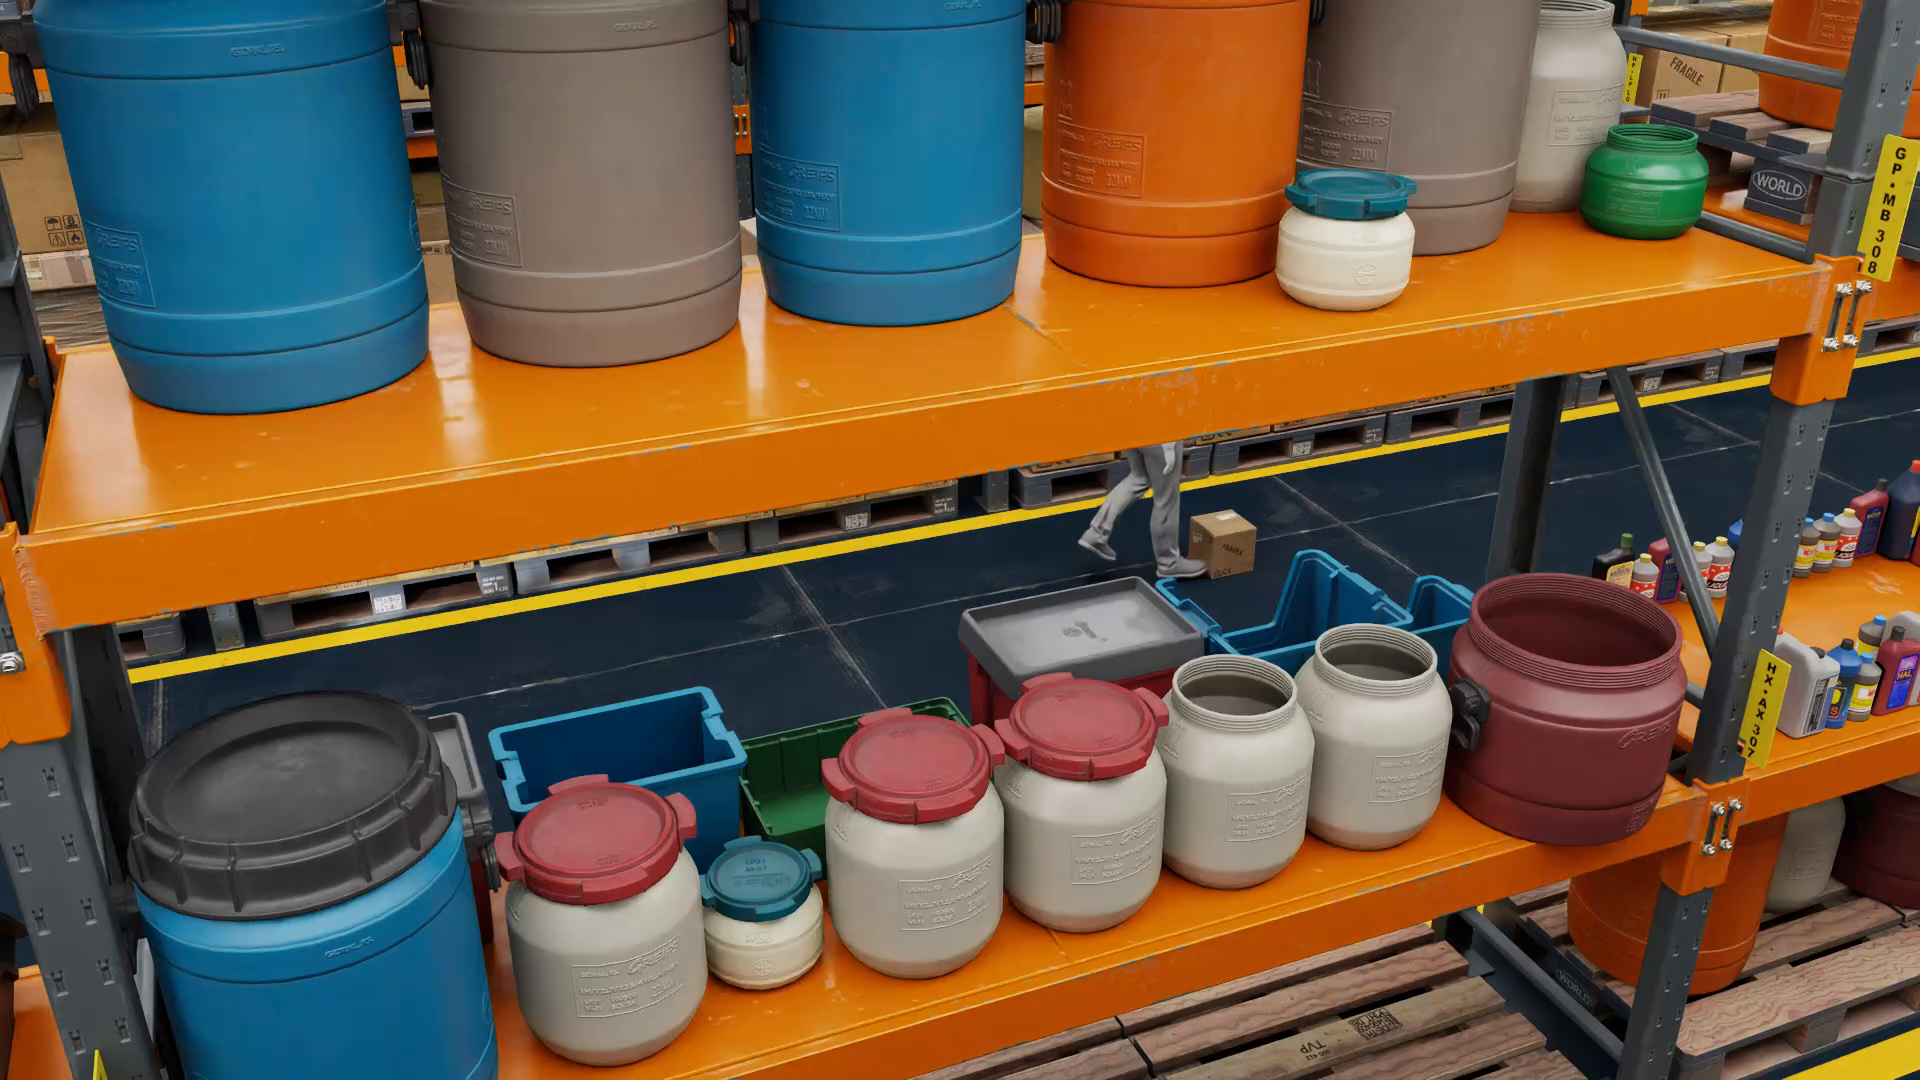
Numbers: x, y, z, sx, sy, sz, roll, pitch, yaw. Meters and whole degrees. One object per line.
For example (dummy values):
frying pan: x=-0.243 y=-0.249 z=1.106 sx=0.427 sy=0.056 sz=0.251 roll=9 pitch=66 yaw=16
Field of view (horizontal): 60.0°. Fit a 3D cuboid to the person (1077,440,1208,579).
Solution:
person: x=0.952 y=-0.555 z=8.207 sx=0.644 sy=1.642 sz=0.522 roll=-14 pitch=29 yaw=-27
